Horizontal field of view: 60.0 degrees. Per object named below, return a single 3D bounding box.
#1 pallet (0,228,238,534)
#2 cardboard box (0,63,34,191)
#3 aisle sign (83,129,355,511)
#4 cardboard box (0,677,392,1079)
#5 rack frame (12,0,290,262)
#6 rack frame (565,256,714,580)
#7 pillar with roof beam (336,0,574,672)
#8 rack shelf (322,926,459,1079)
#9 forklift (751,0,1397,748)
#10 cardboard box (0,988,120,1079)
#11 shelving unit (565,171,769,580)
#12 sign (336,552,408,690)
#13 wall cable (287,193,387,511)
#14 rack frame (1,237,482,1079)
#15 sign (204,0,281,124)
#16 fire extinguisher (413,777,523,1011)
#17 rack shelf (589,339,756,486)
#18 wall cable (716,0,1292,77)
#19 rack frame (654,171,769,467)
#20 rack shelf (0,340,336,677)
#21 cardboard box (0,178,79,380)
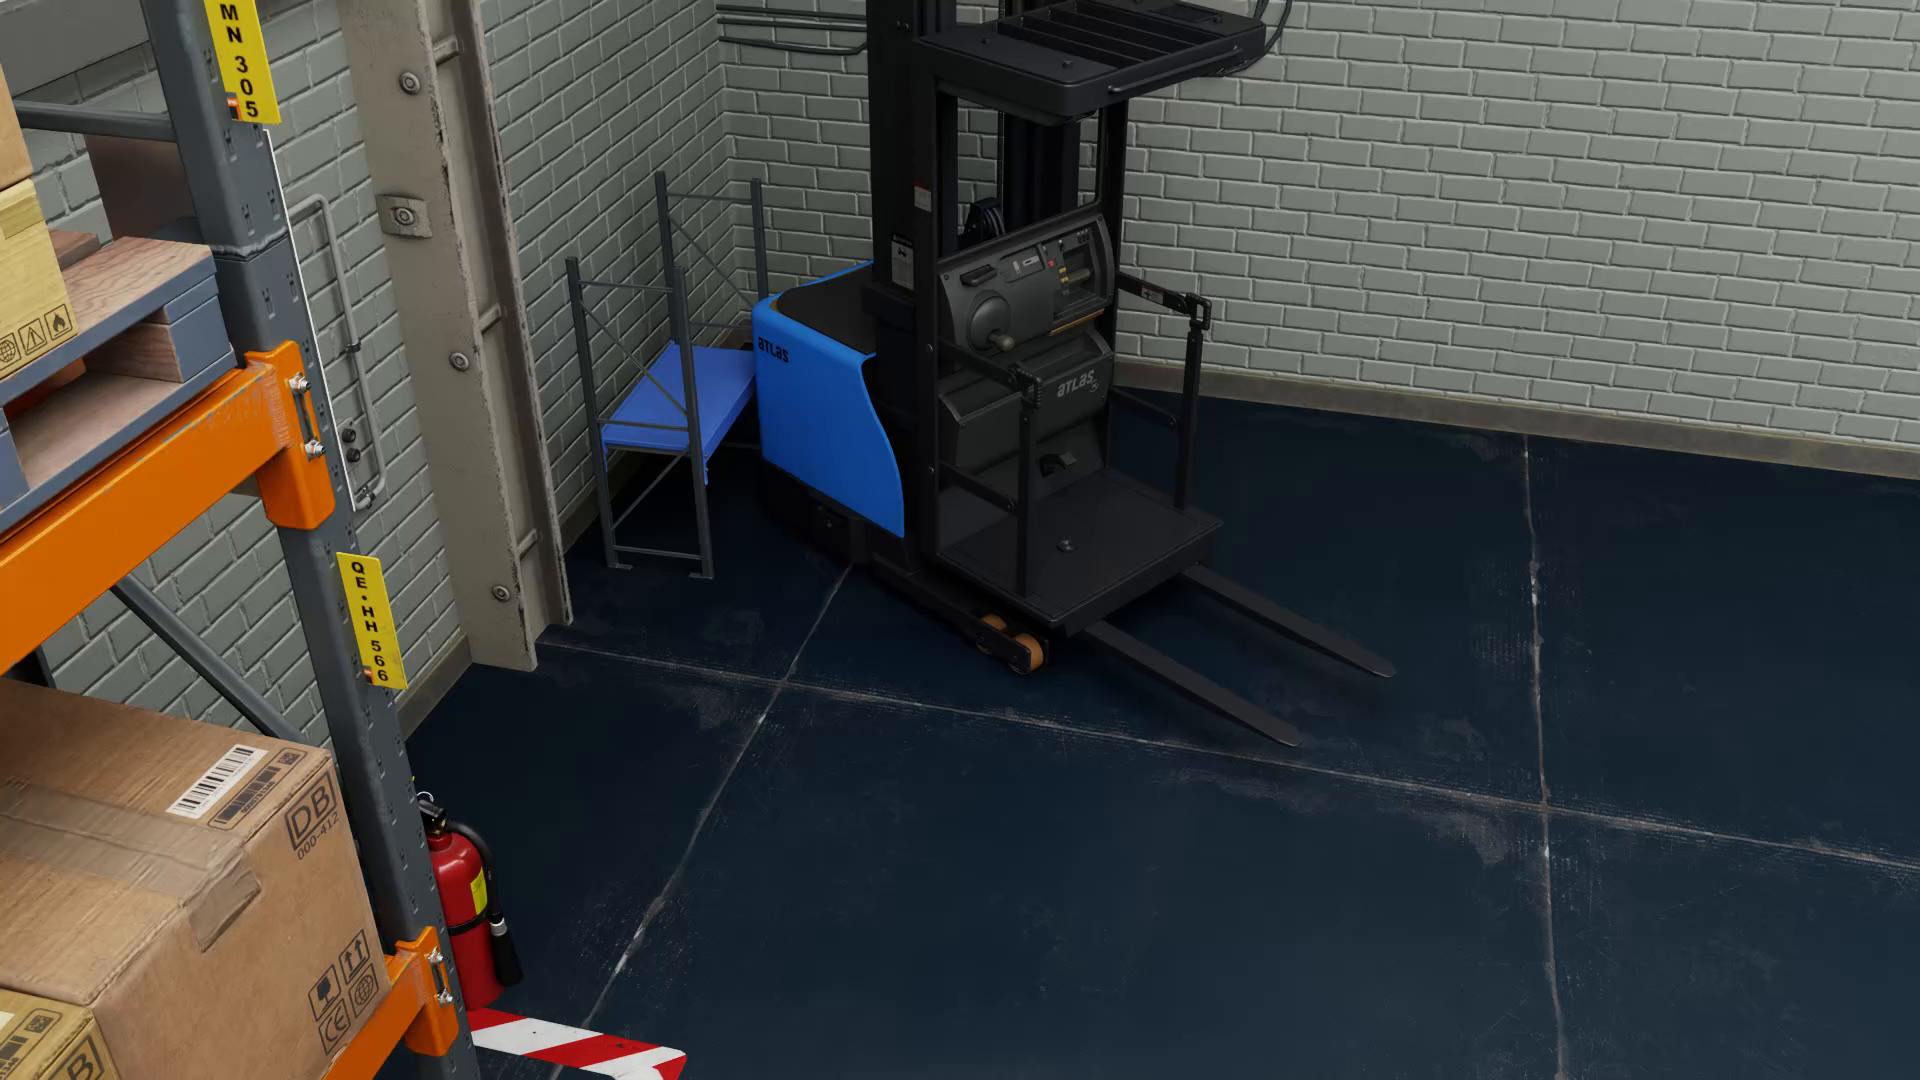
[{"bbox_3d":[-1.899,-0.166,2.502,1.003,0.211,1.213,8,33,12],"label":"pallet"},{"bbox_3d":[-1.643,-0.646,2.130,0.500,0.500,0.500,8,33,12],"label":"cardboard box"},{"bbox_3d":[-1.412,-0.418,3.188,0.394,0.787,0.004,8,33,12],"label":"aisle sign"},{"bbox_3d":[-1.841,0.815,3.392,0.980,0.700,0.700,10,34,15],"label":"cardboard box"},{"bbox_3d":[-1.721,-1.856,2.281,1.000,3.000,0.127,8,33,12],"label":"rack frame"},{"bbox_3d":[-1.355,-0.488,7.120,0.500,1.500,0.032,6,33,10],"label":"rack frame"},{"bbox_3d":[2.292,-2.789,3.749,9.100,9.000,0.400,8,33,12],"label":"pillar with roof beam"},{"bbox_3d":[-2.228,2.017,2.451,1.077,0.370,4.000,8,33,12],"label":"rack shelf"},{"bbox_3d":[0.431,-0.996,6.584,1.130,2.935,3.031,-27,41,-36],"label":"forklift"},{"bbox_3d":[-2.014,1.194,2.796,0.980,0.700,0.700,8,33,12],"label":"cardboard box"},{"bbox_3d":[-1.251,-0.755,7.540,0.538,1.500,1.048,6,33,10],"label":"shelving unit"},{"bbox_3d":[-1.199,0.168,3.389,0.100,0.325,0.005,8,33,12],"label":"sign"},{"bbox_3d":[-2.311,-0.546,4.866,0.084,1.984,1.851,8,33,12],"label":"wall cable"},{"bbox_3d":[-1.721,0.676,3.891,1.000,3.000,0.127,8,33,12],"label":"rack frame"},{"bbox_3d":[-1.199,-0.849,2.742,0.100,0.325,0.005,8,33,12],"label":"sign"},{"bbox_3d":[-1.236,0.850,4.036,0.296,0.674,0.183,8,33,12],"label":"fire extinguisher"},{"bbox_3d":[-1.251,-0.604,7.636,0.538,0.185,1.000,6,33,10],"label":"rack shelf"},{"bbox_3d":[0.060,-3.432,7.655,3.097,2.526,0.112,8,33,12],"label":"wall cable"},{"bbox_3d":[-1.148,-1.022,7.960,0.500,1.500,0.032,6,33,10],"label":"rack frame"},{"bbox_3d":[-2.228,0.752,1.647,1.077,0.370,4.000,8,33,12],"label":"rack shelf"},{"bbox_3d":[-1.650,-0.330,2.332,0.500,0.250,0.500,9,34,14],"label":"cardboard box"}]
